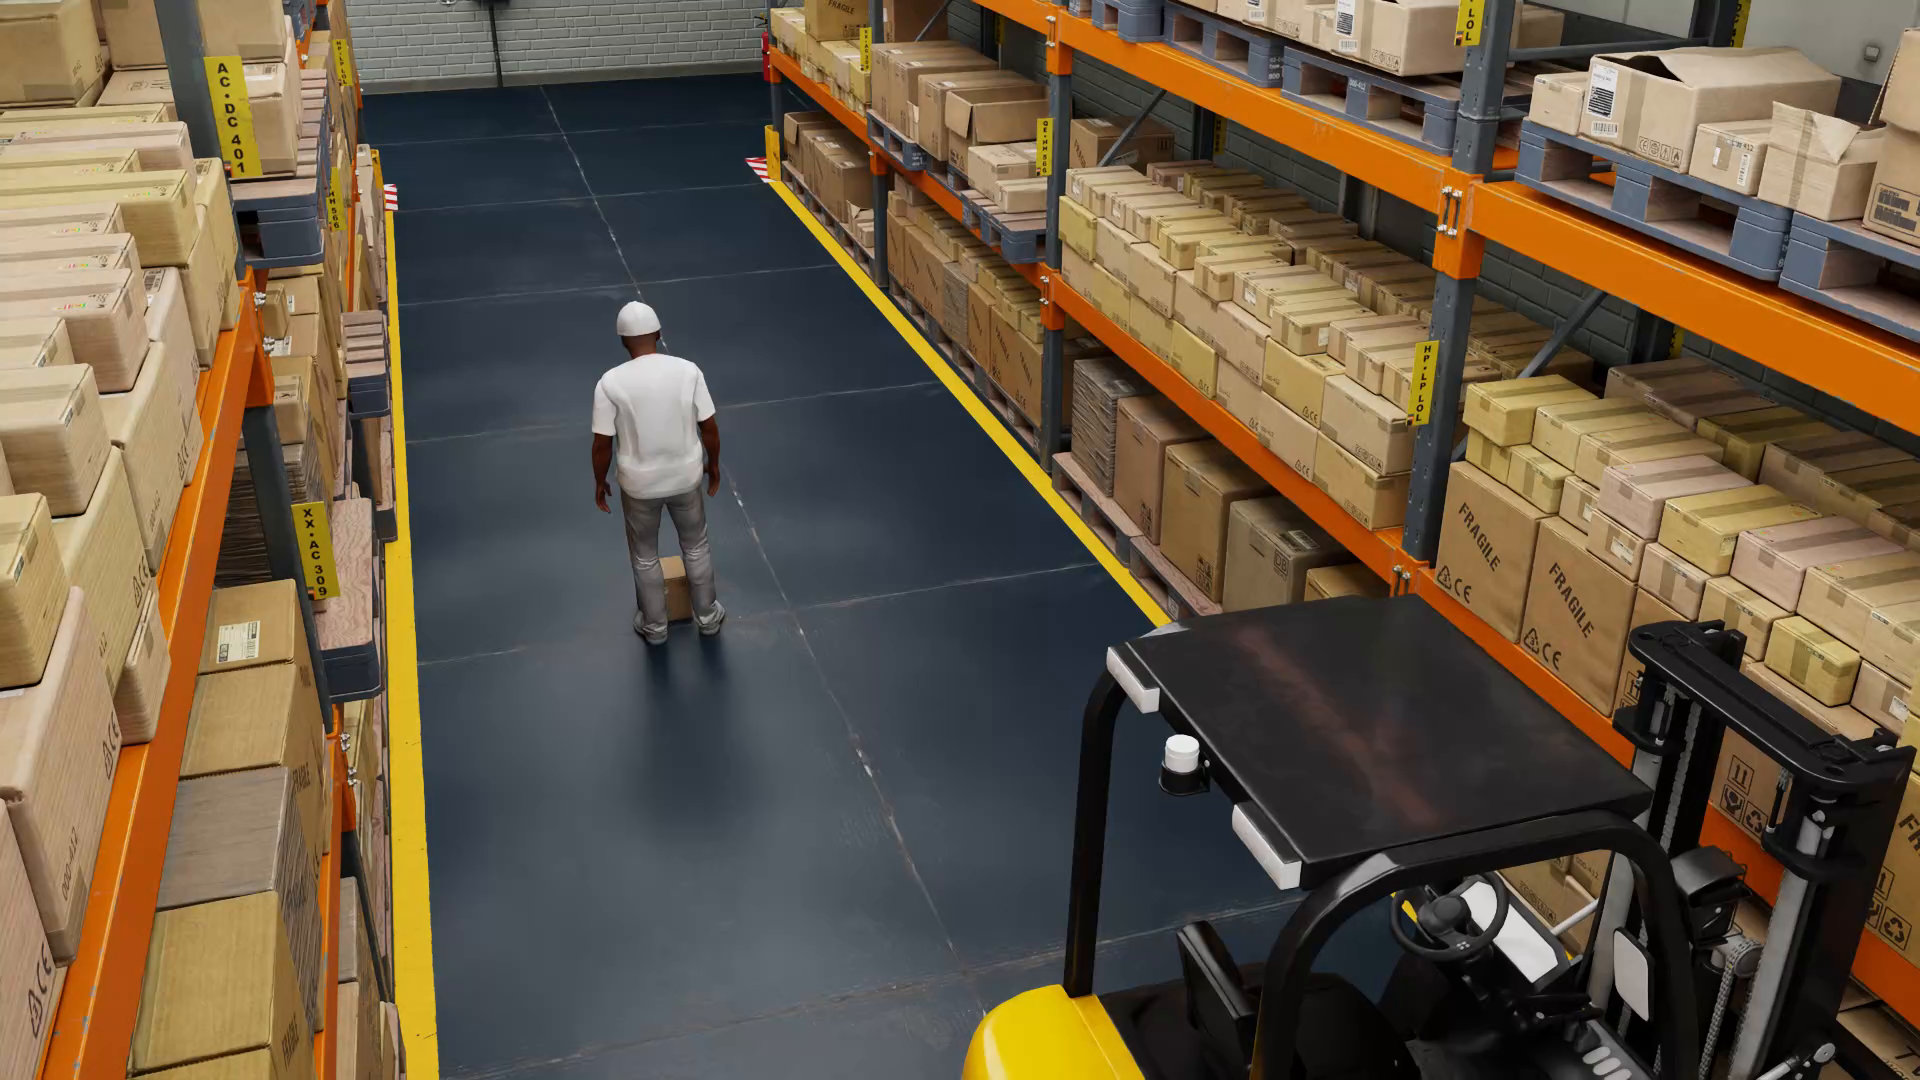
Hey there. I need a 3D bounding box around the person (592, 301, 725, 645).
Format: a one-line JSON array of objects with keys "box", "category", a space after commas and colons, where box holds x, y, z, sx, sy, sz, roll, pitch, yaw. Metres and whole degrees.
[{"box": [-1.495, -0.319, 8.240, 0.636, 1.761, 0.454, -10, 28, -19], "category": "person"}]
